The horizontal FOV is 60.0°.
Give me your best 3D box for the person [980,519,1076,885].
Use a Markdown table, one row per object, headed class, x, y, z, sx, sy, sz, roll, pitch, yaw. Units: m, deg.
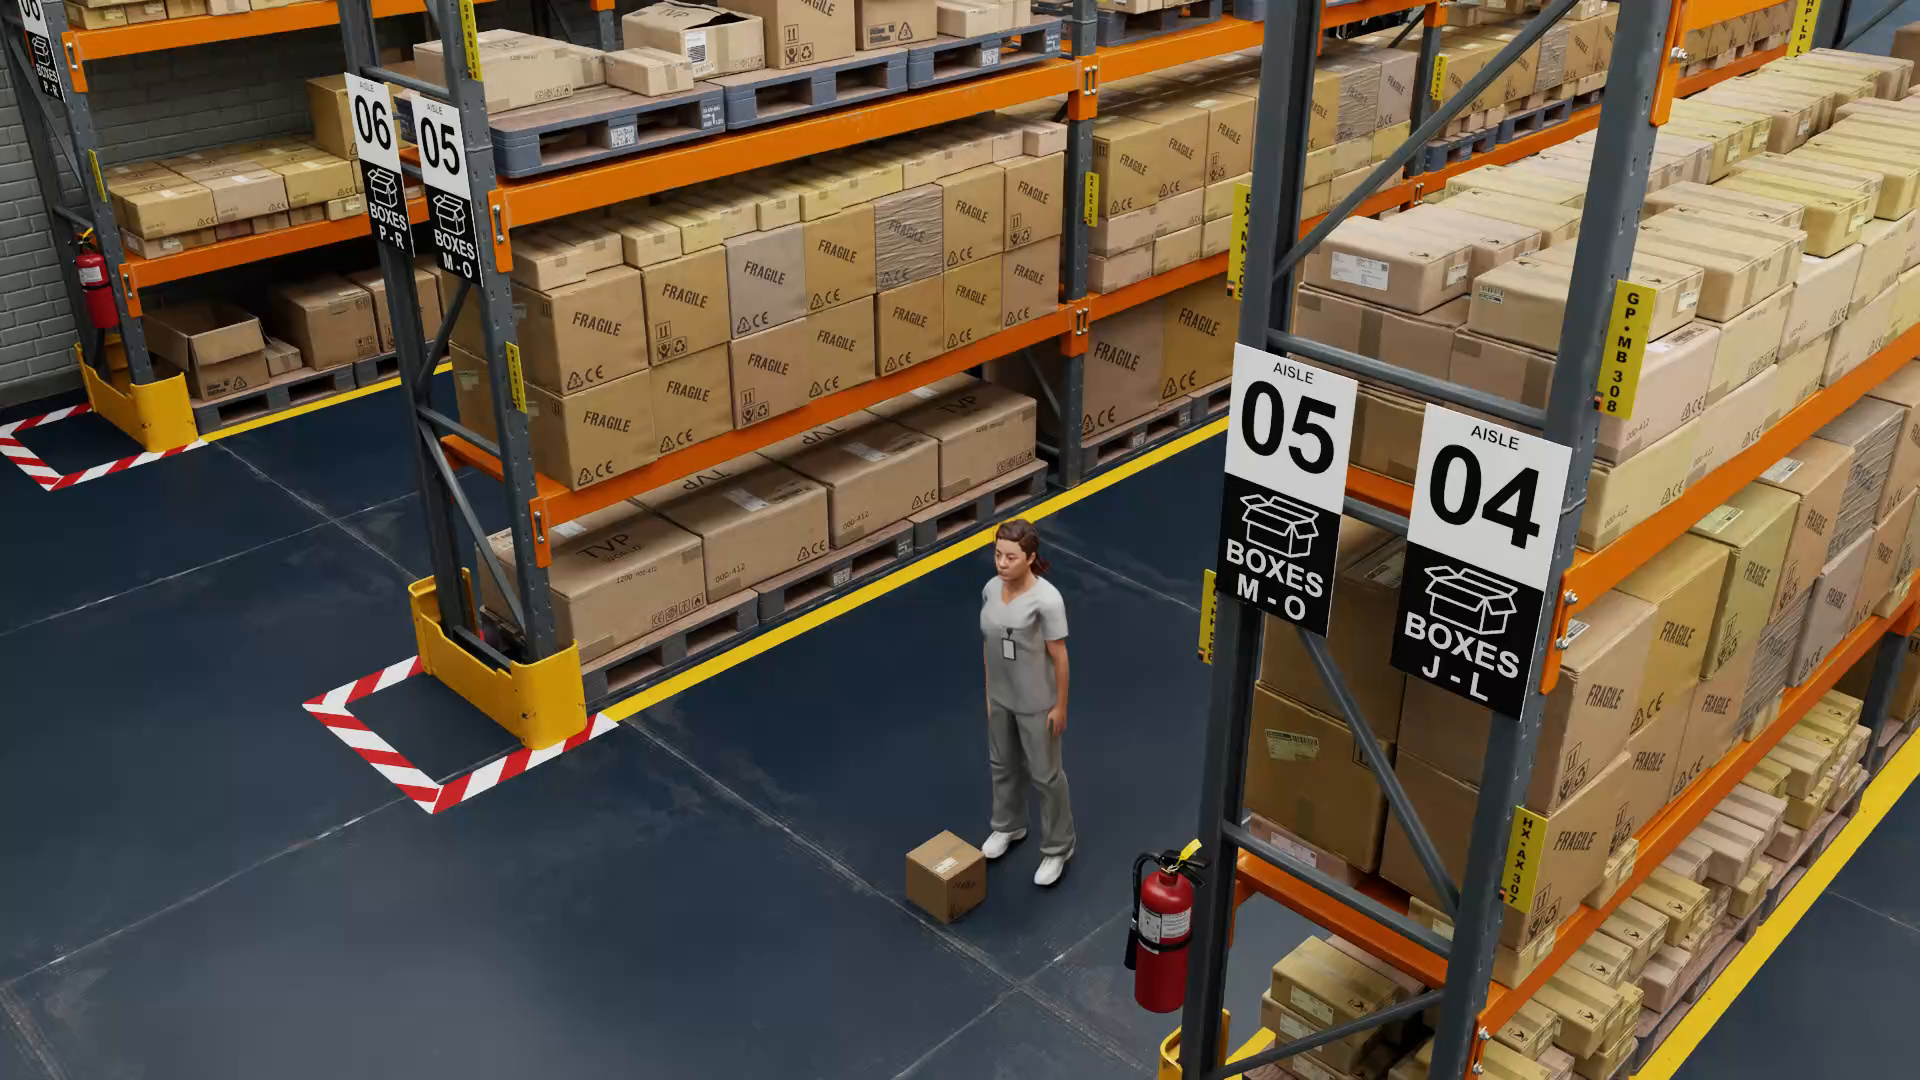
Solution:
| class | x | y | z | sx | sy | sz | roll | pitch | yaw |
| --- | --- | --- | --- | --- | --- | --- | --- | --- | --- |
| person | 0.286 | 0.702 | 7.289 | 0.365 | 1.674 | 0.517 | -24 | 36 | -38 |
